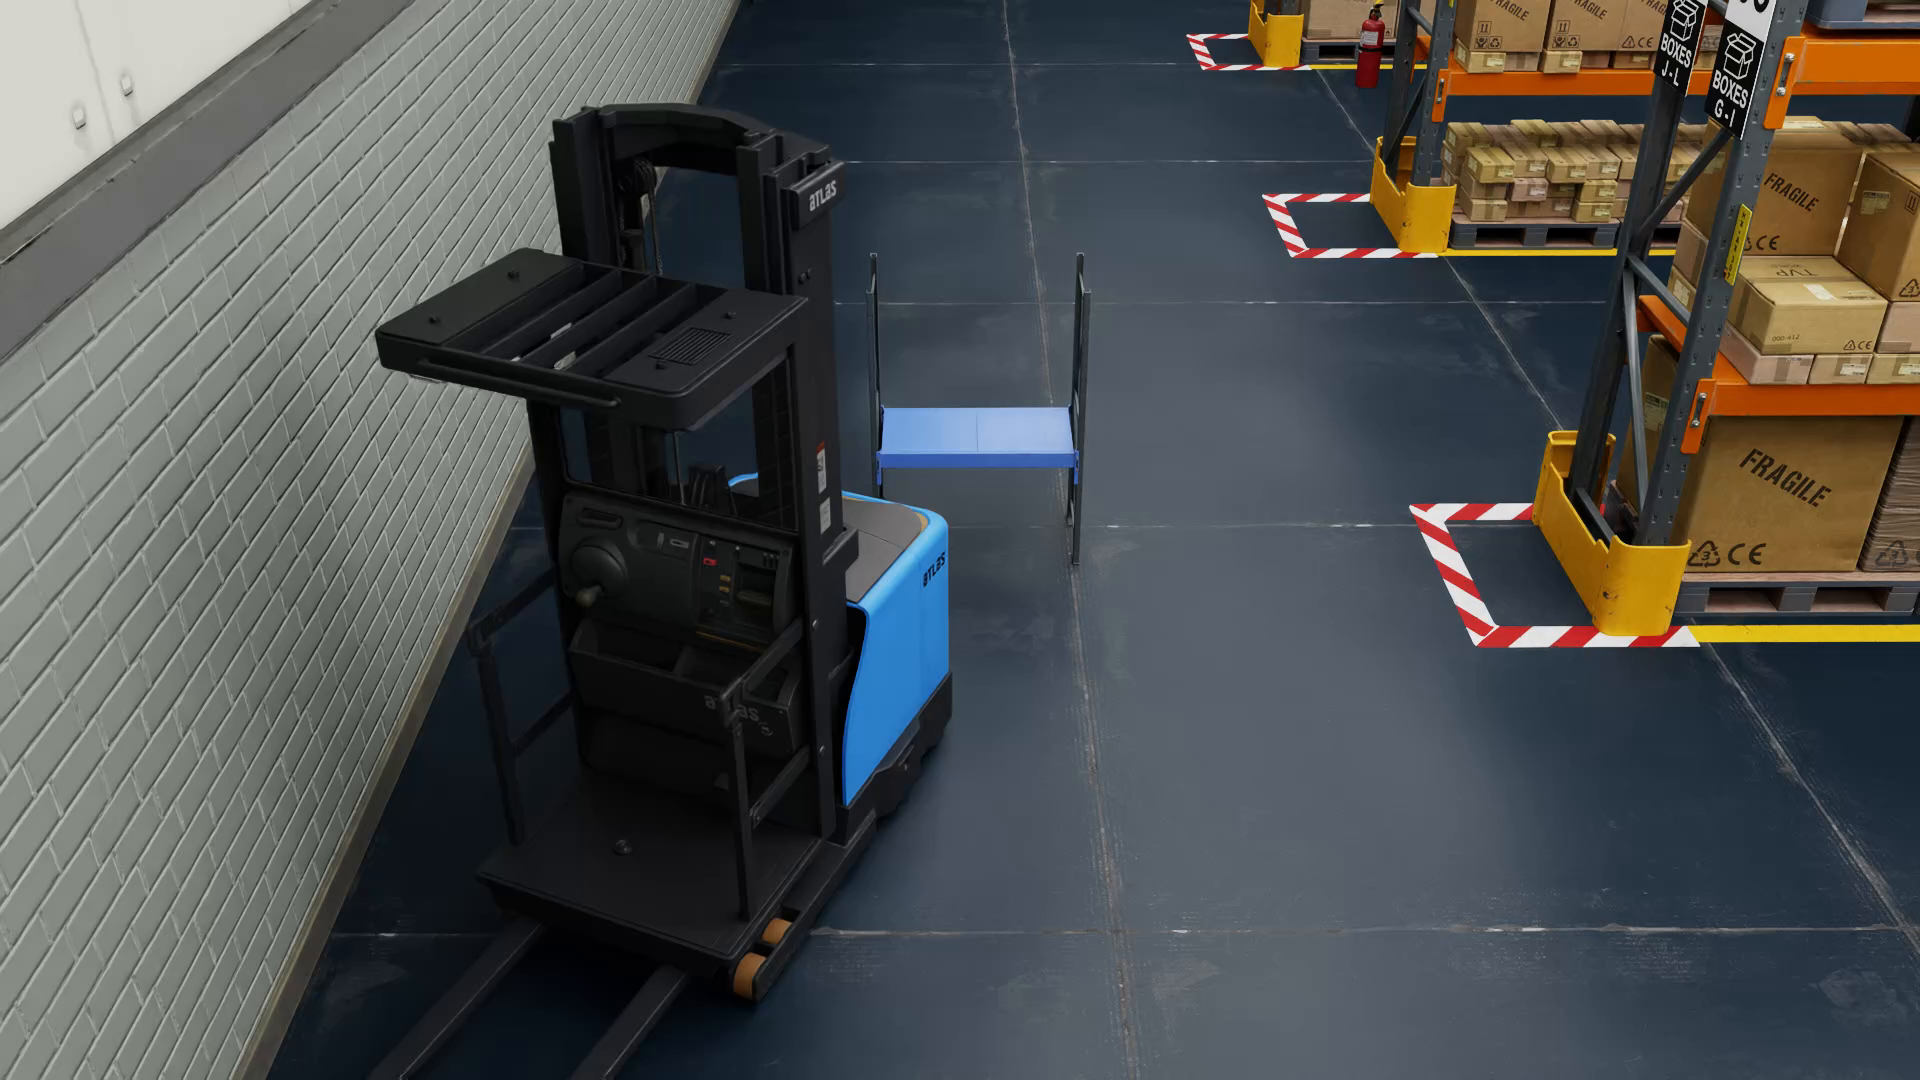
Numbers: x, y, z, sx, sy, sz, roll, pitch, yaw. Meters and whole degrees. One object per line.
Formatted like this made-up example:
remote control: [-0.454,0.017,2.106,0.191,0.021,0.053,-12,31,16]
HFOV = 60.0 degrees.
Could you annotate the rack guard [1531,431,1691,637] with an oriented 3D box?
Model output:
rack guard: [3.246,-0.055,8.359,0.348,0.500,1.175,0,31,0]

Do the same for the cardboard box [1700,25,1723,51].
cardboard box: [5.327,-3.740,11.639,0.500,0.500,0.500,-1,31,-2]

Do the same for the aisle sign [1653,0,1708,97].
aisle sign: [3.196,-2.391,7.292,0.004,0.787,0.394,0,31,0]

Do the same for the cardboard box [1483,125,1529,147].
cardboard box: [4.121,-3.016,12.599,0.250,0.149,0.380,0,31,1]

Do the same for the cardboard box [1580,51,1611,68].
cardboard box: [4.449,-3.488,11.849,0.250,0.149,0.380,1,31,2]

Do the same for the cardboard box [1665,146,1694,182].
cardboard box: [5.183,-2.752,12.164,0.250,0.149,0.380,0,31,0]

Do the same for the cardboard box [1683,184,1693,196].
cardboard box: [5.448,-2.684,12.339,0.250,0.149,0.380,1,31,2]

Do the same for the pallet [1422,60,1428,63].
pallet: [5.226,-5.117,16.981,1.213,0.211,1.003,0,31,0]

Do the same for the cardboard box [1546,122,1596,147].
cardboard box: [4.638,-3.051,12.656,0.250,0.149,0.380,-1,31,-2]

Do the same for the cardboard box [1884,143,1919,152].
cardboard box: [6.987,-2.788,12.224,0.250,0.149,0.380,1,31,1]

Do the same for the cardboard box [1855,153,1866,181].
cardboard box: [6.483,-2.762,12.181,0.250,0.149,0.380,0,31,-1]

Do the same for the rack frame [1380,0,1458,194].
rack frame: [3.341,-3.697,11.951,0.127,3.000,1.000,0,31,0]

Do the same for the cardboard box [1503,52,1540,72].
cardboard box: [3.921,-3.443,11.775,0.250,0.149,0.380,1,31,1]

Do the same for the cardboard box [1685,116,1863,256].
cardboard box: [3.756,-1.645,7.705,0.500,0.500,0.500,0,31,0]

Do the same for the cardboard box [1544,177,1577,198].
cardboard box: [4.385,-2.671,12.318,0.250,0.149,0.380,0,31,0]

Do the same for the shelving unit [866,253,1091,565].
shelving unit: [0.085,-0.641,8.361,1.048,1.500,0.538,0,31,0]

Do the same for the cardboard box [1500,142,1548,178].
cardboard box: [4.142,-2.801,12.244,0.250,0.149,0.380,0,31,1]

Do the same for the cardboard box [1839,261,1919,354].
cardboard box: [4.272,-1.053,7.452,0.500,0.250,0.500,-1,31,-1]

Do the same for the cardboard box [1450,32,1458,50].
cardboard box: [3.666,-3.737,12.260,0.250,0.149,0.380,0,31,0]

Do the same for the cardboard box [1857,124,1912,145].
cardboard box: [6.995,-3.031,12.624,0.250,0.149,0.380,1,31,2]

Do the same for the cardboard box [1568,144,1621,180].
cardboard box: [4.642,-2.779,12.208,0.250,0.149,0.380,-2,31,-3]

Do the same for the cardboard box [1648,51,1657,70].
cardboard box: [4.967,-3.462,11.806,0.250,0.149,0.380,-1,31,-1]

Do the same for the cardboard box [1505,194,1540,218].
cardboard box: [4.128,-2.536,12.382,0.250,0.149,0.380,0,31,0]

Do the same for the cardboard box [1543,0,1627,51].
cardboard box: [4.327,-3.740,11.639,0.500,0.500,0.500,0,31,0]

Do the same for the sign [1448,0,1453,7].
sign: [3.345,-3.786,11.263,0.005,0.325,0.100,0,31,0]

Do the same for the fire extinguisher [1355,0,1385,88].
fire extinguisher: [3.087,-3.743,12.461,0.183,0.674,0.296,0,31,0]

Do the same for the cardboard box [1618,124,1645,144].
cardboard box: [5.171,-3.024,12.612,0.250,0.149,0.380,-1,31,-2]

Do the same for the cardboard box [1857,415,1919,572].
cardboard box: [4.820,-0.441,8.229,0.875,0.875,0.875,0,31,0]

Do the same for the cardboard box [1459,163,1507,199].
cardboard box: [3.867,-2.653,12.288,0.250,0.149,0.380,1,31,2]

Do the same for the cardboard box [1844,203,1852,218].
cardboard box: [6.427,-2.500,12.323,0.250,0.149,0.380,-1,31,-2]

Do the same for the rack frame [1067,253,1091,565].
rack frame: [0.594,-0.643,8.364,0.032,1.500,0.500,0,31,0]

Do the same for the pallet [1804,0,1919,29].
pallet: [4.012,-2.376,6.968,1.213,0.211,1.003,0,31,0]

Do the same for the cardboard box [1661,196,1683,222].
cardboard box: [5.137,-2.491,12.307,0.250,0.149,0.380,-2,31,-3]

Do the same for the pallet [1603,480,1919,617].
pallet: [4.069,0.025,8.505,1.213,0.211,1.003,0,31,0]

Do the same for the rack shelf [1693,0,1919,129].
rack shelf: [5.270,-2.105,7.129,4.000,0.370,1.077,0,31,0]

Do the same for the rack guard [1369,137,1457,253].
rack guard: [3.417,-2.628,12.600,0.348,0.500,1.175,0,31,0]

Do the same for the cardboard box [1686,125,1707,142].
cardboard box: [5.679,-3.020,12.605,0.250,0.149,0.380,-1,31,-2]

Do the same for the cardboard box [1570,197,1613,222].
cardboard box: [4.633,-2.485,12.297,0.250,0.149,0.380,0,31,0]

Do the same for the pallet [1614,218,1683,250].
pallet: [5.447,-2.491,12.653,1.213,0.211,1.003,0,31,0]

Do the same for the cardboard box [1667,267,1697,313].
cardboard box: [3.624,-1.188,8.059,0.250,0.149,0.380,0,31,1]

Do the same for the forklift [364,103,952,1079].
forklift: [-1.089,0.153,5.671,1.130,2.935,3.031,13,34,20]

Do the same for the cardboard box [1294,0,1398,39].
cardboard box: [3.870,-5.402,16.827,0.875,0.438,0.875,-1,31,-2]

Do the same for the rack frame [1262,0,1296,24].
rack frame: [3.210,-6.264,16.183,0.127,3.000,1.000,0,31,0]

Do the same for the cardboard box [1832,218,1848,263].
cardboard box: [4.260,-1.327,7.904,0.500,0.250,0.500,-1,31,-1]

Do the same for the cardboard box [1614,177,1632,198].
cardboard box: [4.907,-2.666,12.309,0.250,0.149,0.380,-2,31,-3]

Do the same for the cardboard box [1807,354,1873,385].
cardboard box: [3.884,-0.848,7.498,0.250,0.149,0.380,-1,31,-1]

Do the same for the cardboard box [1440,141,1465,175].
cardboard box: [3.867,-2.934,12.752,0.250,0.149,0.380,-1,31,-2]
